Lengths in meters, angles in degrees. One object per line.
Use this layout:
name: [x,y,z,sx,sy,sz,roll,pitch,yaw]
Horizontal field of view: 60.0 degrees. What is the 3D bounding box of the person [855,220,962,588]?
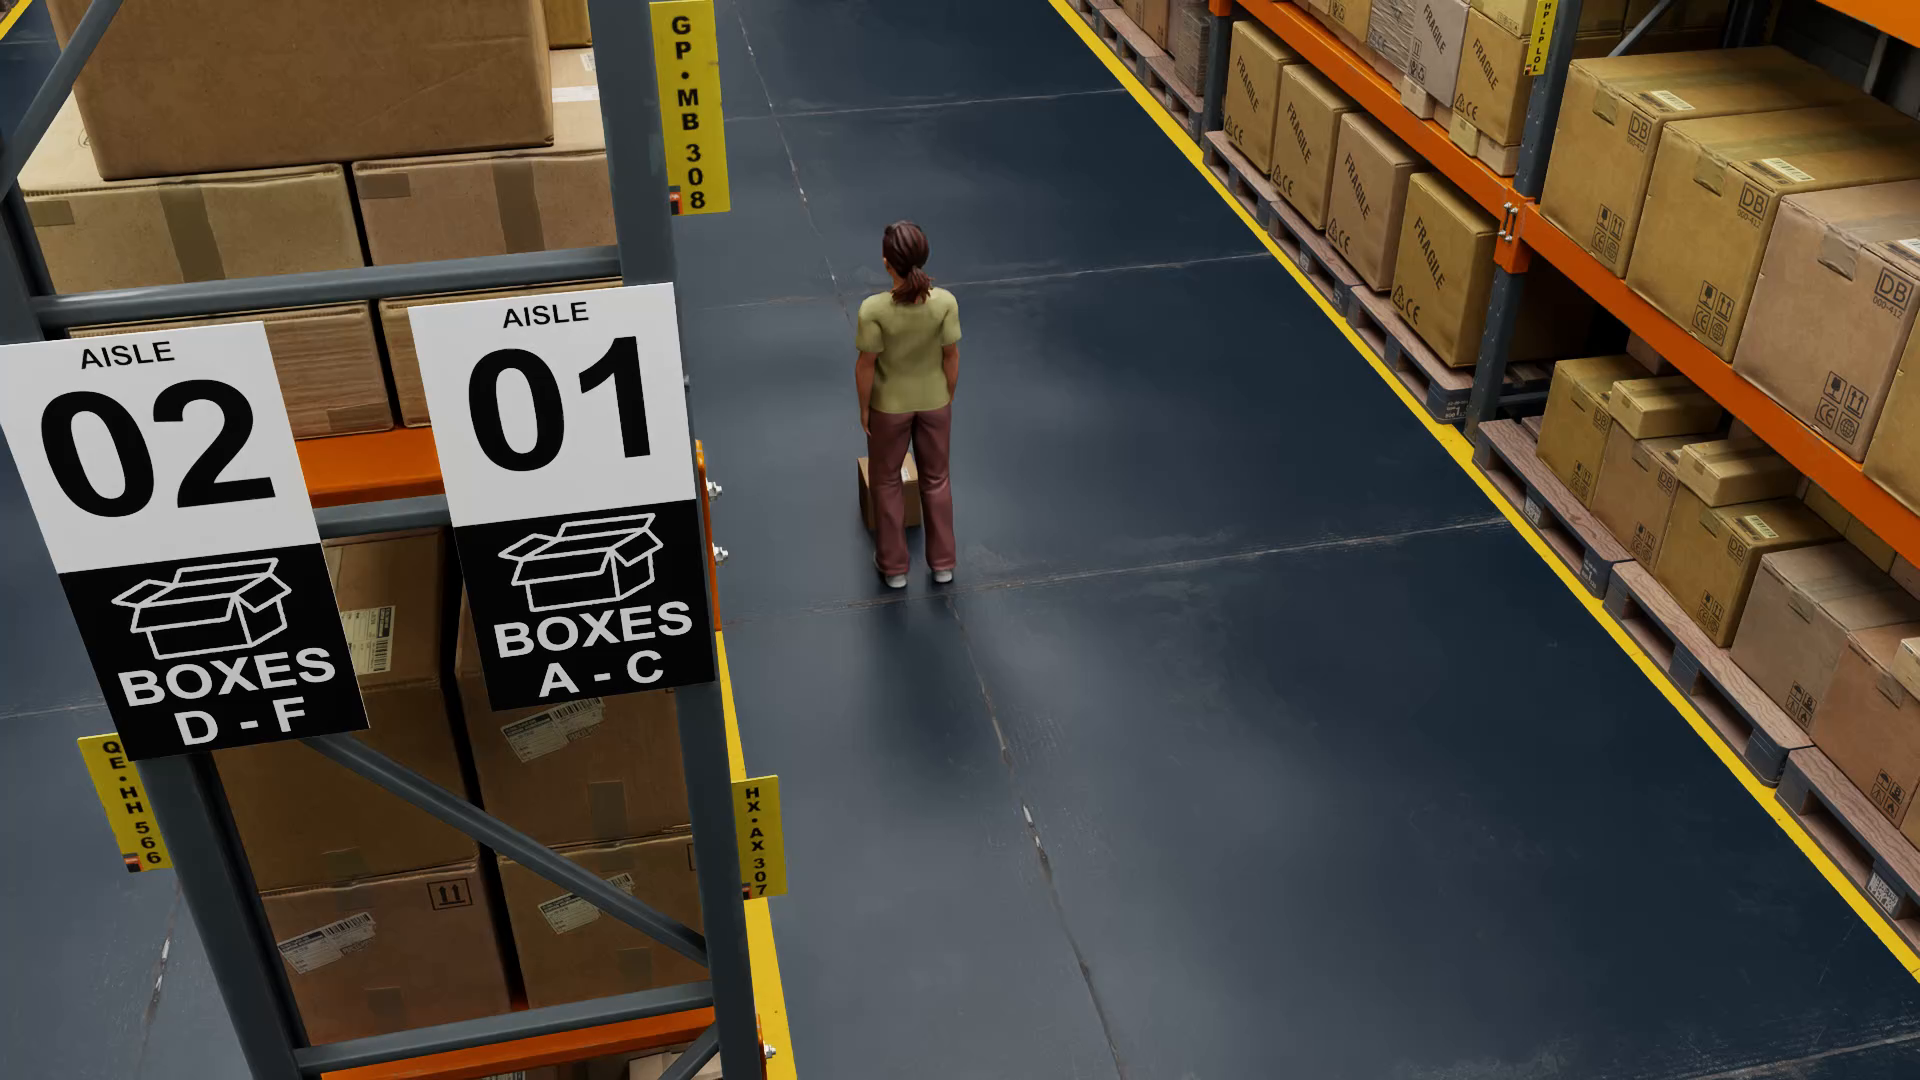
person: [-0.218,-0.546,6.947,0.442,1.670,0.364,-8,35,-12]
